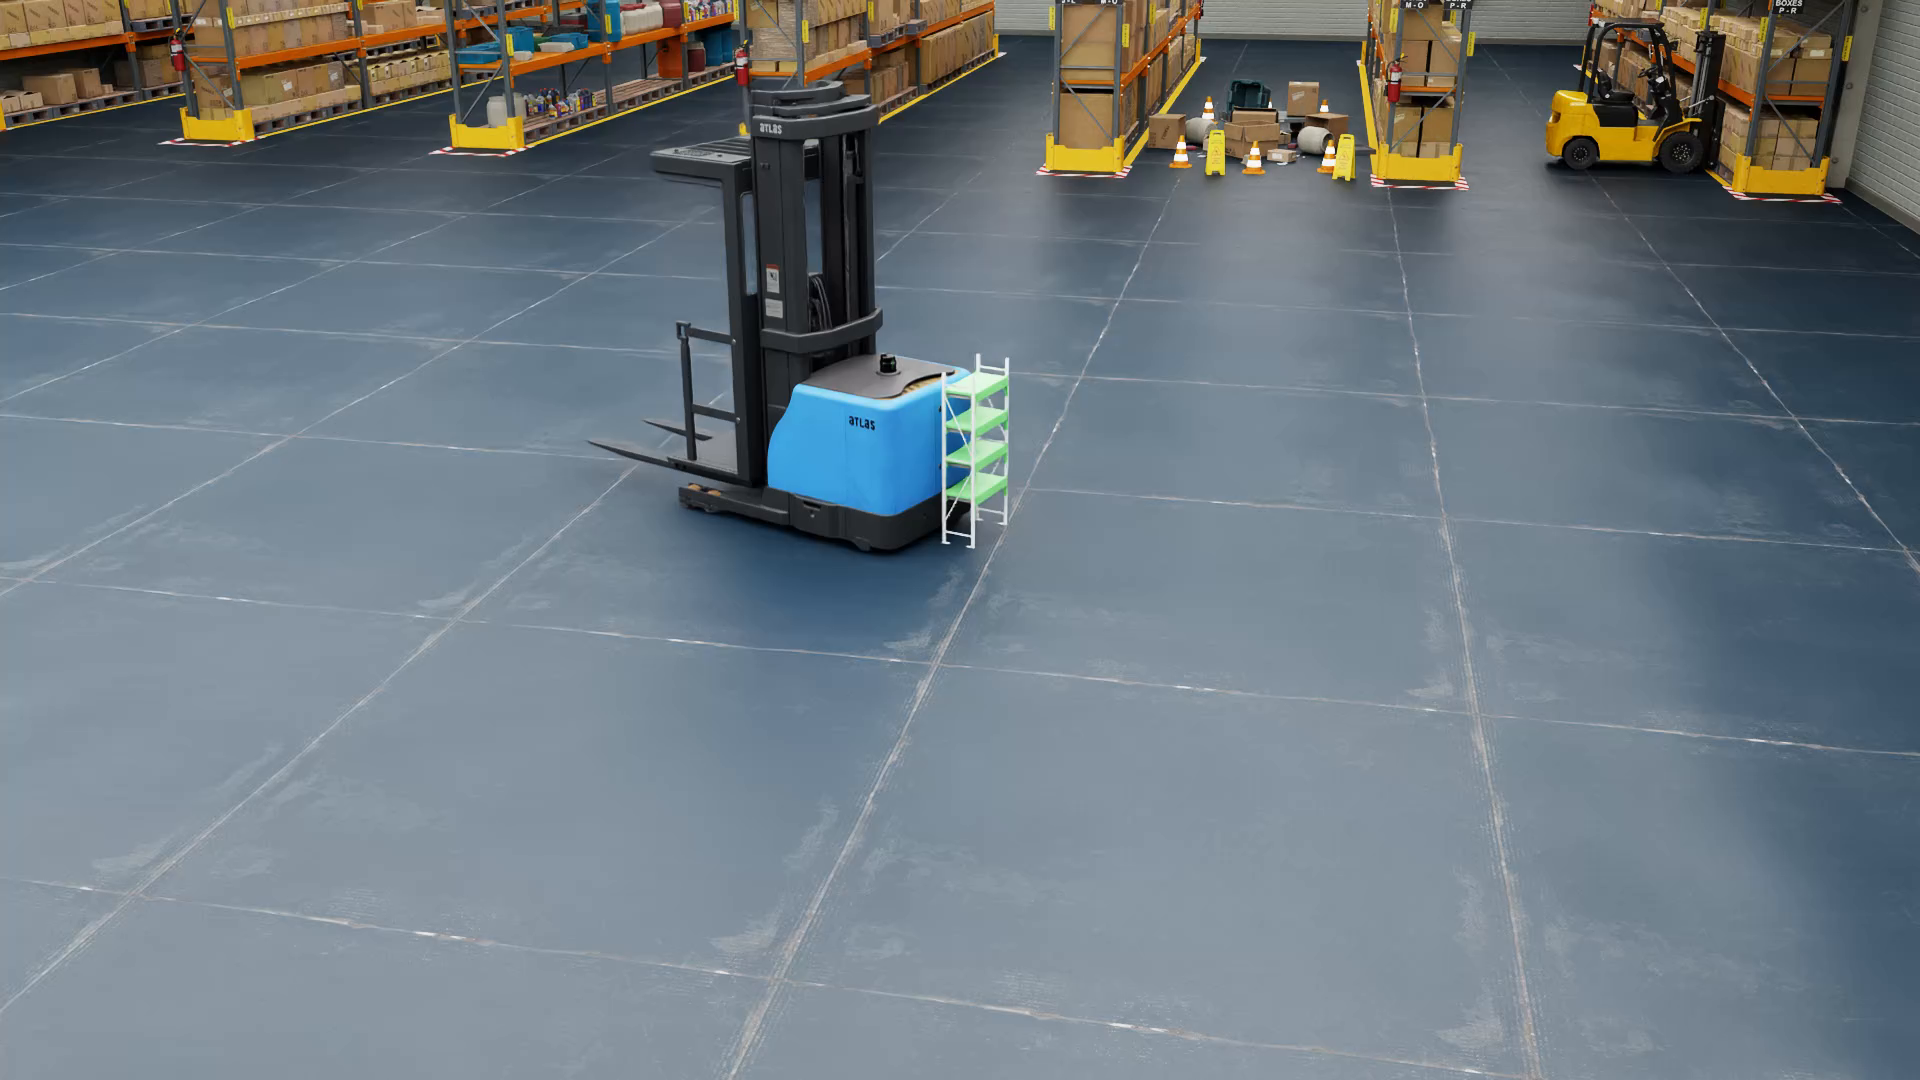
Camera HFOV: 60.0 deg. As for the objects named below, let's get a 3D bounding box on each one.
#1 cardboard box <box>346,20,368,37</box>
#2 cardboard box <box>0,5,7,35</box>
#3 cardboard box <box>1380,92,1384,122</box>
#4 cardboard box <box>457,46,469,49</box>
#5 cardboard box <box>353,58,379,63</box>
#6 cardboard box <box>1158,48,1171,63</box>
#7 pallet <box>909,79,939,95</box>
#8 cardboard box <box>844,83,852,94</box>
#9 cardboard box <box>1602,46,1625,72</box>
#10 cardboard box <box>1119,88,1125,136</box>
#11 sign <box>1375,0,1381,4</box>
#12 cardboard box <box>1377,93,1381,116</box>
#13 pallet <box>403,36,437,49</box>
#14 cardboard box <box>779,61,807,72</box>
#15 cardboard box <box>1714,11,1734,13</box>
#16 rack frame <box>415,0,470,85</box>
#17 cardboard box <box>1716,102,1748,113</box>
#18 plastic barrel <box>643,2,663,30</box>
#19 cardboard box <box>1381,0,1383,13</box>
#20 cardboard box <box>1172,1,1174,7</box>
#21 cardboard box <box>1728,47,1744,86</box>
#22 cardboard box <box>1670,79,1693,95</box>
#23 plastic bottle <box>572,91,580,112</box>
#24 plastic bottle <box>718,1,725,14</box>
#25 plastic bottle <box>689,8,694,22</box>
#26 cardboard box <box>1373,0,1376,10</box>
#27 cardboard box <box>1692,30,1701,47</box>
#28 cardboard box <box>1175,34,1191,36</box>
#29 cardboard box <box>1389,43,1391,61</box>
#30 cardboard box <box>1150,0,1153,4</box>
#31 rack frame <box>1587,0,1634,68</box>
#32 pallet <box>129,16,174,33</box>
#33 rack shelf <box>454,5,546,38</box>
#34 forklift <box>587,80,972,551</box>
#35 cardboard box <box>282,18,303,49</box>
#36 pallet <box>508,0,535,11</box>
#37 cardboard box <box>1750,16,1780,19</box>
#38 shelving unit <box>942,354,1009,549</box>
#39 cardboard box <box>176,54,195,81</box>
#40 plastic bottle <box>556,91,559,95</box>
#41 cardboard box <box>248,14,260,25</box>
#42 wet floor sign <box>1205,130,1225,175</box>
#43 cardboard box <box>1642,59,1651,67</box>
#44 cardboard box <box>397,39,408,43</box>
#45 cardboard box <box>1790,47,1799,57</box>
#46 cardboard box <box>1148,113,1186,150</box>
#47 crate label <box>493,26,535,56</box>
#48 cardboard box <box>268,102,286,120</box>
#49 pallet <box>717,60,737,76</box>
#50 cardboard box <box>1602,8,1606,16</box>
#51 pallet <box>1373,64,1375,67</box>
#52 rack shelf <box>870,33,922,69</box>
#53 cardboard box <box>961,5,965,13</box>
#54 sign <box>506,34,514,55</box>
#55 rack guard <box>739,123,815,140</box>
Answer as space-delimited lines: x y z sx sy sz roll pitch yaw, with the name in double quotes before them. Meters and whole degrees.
"cardboard box" -11.747 -9.828 31.942 0.500 0.250 0.500 6 23 14
"cardboard box" -17.080 -9.067 29.022 0.500 0.500 0.500 4 22 11
"cardboard box" 7.111 -7.078 27.027 0.500 0.500 0.500 5 23 13
"cardboard box" -10.616 -10.367 35.835 0.500 0.500 0.500 5 23 13
"cardboard box" -11.799 -9.437 33.138 0.500 0.311 0.500 4 22 11
"cardboard box" 3.921 -9.623 33.011 0.500 0.250 0.500 3 22 8
"pallet" -1.057 -9.410 34.436 1.003 0.211 1.213 4 22 11
"cardboard box" -2.229 -7.850 29.614 0.500 0.500 0.500 4 22 9
"cardboard box" 14.260 -10.344 35.805 0.700 0.500 0.500 4 22 9
"cardboard box" 2.162 -6.864 26.664 0.875 0.875 0.875 4 22 10
"sign" 7.866 -10.244 31.223 0.100 0.325 0.005 4 22 11
"cardboard box" 7.841 -7.634 29.248 0.950 0.372 0.625 6 23 14
"pallet" -14.293 -12.887 43.070 1.003 0.211 1.213 4 22 11
"cardboard box" -2.633 -7.465 26.209 0.380 0.149 0.250 4 22 11
"cardboard box" 13.363 -9.212 29.209 0.380 0.149 0.250 4 22 10
"rack frame" -10.989 -11.177 35.091 1.000 3.000 0.127 4 22 11
"cardboard box" 11.728 -6.495 25.246 0.500 0.250 0.500 4 22 10
"plastic barrel" -6.141 -10.458 33.155 0.421 0.512 0.421 0 22 0
"cardboard box" 8.091 -9.898 30.820 0.500 0.500 0.500 4 22 9
"cardboard box" 4.151 -10.954 33.912 0.380 0.149 0.250 5 23 13
"cardboard box" 11.700 -6.985 24.549 0.500 0.500 0.500 4 22 10
"cardboard box" 12.866 -7.669 28.996 0.875 0.625 0.625 4 22 9
"plastic bottle" -6.911 -7.865 29.824 0.144 0.351 0.185 4 22 11
"plastic bottle" -5.266 -11.717 36.597 0.152 0.276 0.135 4 22 11
"plastic bottle" -5.624 -10.995 34.794 0.061 0.283 0.133 4 22 11
"cardboard box" 8.860 -11.151 34.558 0.500 0.250 0.500 4 22 9
"cardboard box" 12.303 -8.187 27.198 0.500 0.250 0.500 4 22 10
"cardboard box" 5.208 -11.779 39.044 0.380 0.149 0.250 5 22 12
"cardboard box" 6.725 -7.326 24.997 0.500 0.500 0.500 5 22 11
"cardboard box" 3.133 -9.793 30.181 0.700 0.500 0.500 4 22 10
"rack frame" 14.902 -12.214 37.666 1.000 3.000 0.127 4 22 11
"pallet" -16.357 -10.270 33.096 1.003 0.211 1.213 4 22 11
"rack shelf" -10.581 -11.575 37.042 1.077 0.370 4.000 4 22 11
"forklift" -1.404 -1.693 11.635 3.031 2.935 1.130 14 26 32
"cardboard box" -12.200 -9.034 29.636 0.700 0.500 0.500 5 23 13
"pallet" -10.443 -12.267 38.055 1.003 0.211 1.213 4 22 11
"cardboard box" 12.684 -8.171 26.226 0.380 0.149 0.250 5 22 11
"shelving unit" 0.106 -0.600 11.239 0.258 1.200 0.503 11 25 26
"cardboard box" -16.321 -9.782 34.384 0.700 0.500 0.500 5 22 12
"plastic bottle" -7.386 -8.068 30.419 0.061 0.283 0.133 4 22 11
"cardboard box" -12.227 -8.914 28.469 0.380 0.149 0.250 5 22 11
"wet floor sign" 3.843 -5.826 24.957 0.267 0.644 0.232 1 22 2
"cardboard box" 13.393 -9.204 32.107 0.380 0.149 0.250 4 22 10
"cardboard box" -14.456 -12.884 42.113 0.700 0.500 0.500 4 22 9
"cardboard box" 11.949 -6.909 23.492 0.380 0.149 0.250 4 22 11
"cardboard box" 3.415 -6.739 27.413 0.500 0.500 0.500 8 23 20
"crate label" -7.662 -8.583 28.602 0.502 0.435 0.616 4 22 11
"cardboard box" -12.196 -7.533 29.162 0.500 0.250 0.500 4 22 11
"pallet" -5.523 -10.689 37.611 1.003 0.211 1.213 4 22 11
"cardboard box" 14.255 -11.531 36.306 0.380 0.149 0.250 4 22 9
"pallet" 9.704 -10.554 37.277 1.003 0.211 1.213 4 22 11
"rack shelf" -1.700 -9.356 31.531 1.077 0.370 4.000 4 22 11
"cardboard box" -0.090 -11.850 37.098 0.380 0.149 0.250 5 22 11
"sign" -7.235 -7.957 26.726 0.100 0.325 0.005 4 22 11
"rack guard" -2.909 -6.363 26.484 1.175 0.500 0.348 4 22 11
